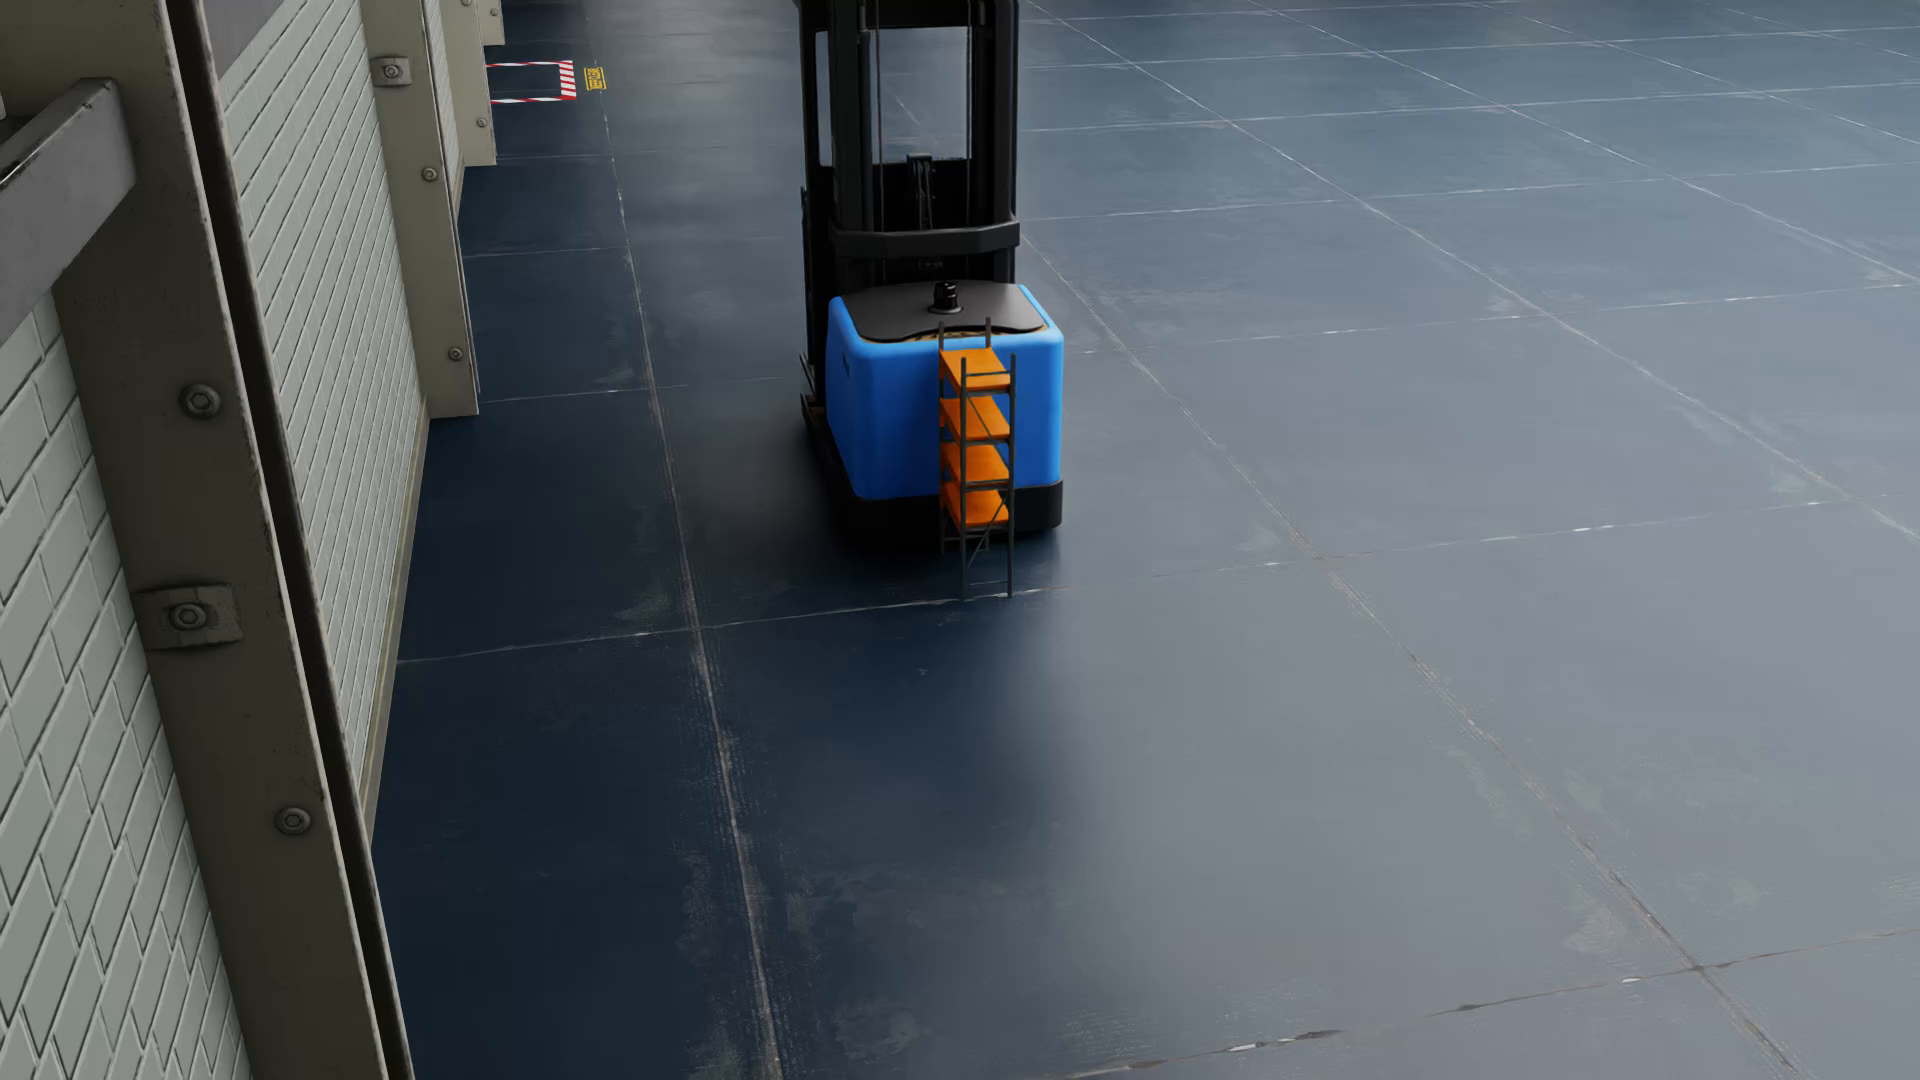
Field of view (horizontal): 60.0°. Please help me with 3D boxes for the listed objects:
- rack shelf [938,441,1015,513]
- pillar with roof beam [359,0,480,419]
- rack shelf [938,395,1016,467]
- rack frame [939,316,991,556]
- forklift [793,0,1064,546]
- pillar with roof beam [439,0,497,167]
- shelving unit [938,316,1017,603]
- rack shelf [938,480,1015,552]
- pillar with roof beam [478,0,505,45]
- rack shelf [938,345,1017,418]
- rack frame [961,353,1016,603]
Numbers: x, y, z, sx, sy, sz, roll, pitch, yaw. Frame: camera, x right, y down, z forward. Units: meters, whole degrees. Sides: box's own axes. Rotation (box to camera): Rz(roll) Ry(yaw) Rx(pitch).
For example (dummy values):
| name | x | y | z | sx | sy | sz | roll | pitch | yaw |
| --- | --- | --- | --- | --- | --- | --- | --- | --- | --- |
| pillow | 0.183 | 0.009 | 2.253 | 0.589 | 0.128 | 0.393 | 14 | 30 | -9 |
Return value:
| name | x | y | z | sx | sy | sz | roll | pitch | yaw |
| --- | --- | --- | --- | --- | --- | --- | --- | --- | --- |
| rack shelf | 0.073 | -0.306 | 7.674 | 0.258 | 0.148 | 0.480 | -5 | 27 | -11 |
| pillar with roof beam | 1.190 | -5.257 | 8.678 | 9.100 | 9.000 | 0.400 | -6 | 27 | -12 |
| rack shelf | 0.073 | -0.506 | 7.574 | 0.258 | 0.148 | 0.480 | -5 | 27 | -11 |
| rack frame | 0.022 | -0.474 | 7.857 | 0.240 | 1.200 | 0.015 | -5 | 27 | -11 |
| forklift | -0.301 | -1.923 | 8.808 | 1.130 | 2.935 | 3.031 | -5 | 27 | -11 |
| pillar with roof beam | -0.162 | -7.891 | 13.897 | 9.100 | 9.000 | 0.400 | -6 | 27 | -12 |
| shelving unit | 0.073 | -0.366 | 7.644 | 0.258 | 1.200 | 0.503 | -5 | 27 | -11 |
| rack shelf | 0.073 | -0.129 | 7.764 | 0.258 | 0.148 | 0.480 | -5 | 27 | -11 |
| pillar with roof beam | -1.515 | -10.525 | 19.115 | 9.100 | 9.000 | 0.400 | -6 | 27 | -12 |
| rack shelf | 0.073 | -0.717 | 7.467 | 0.258 | 0.148 | 0.480 | -5 | 27 | -11 |
| rack frame | 0.123 | -0.259 | 7.431 | 0.240 | 1.200 | 0.015 | -5 | 27 | -11 |
